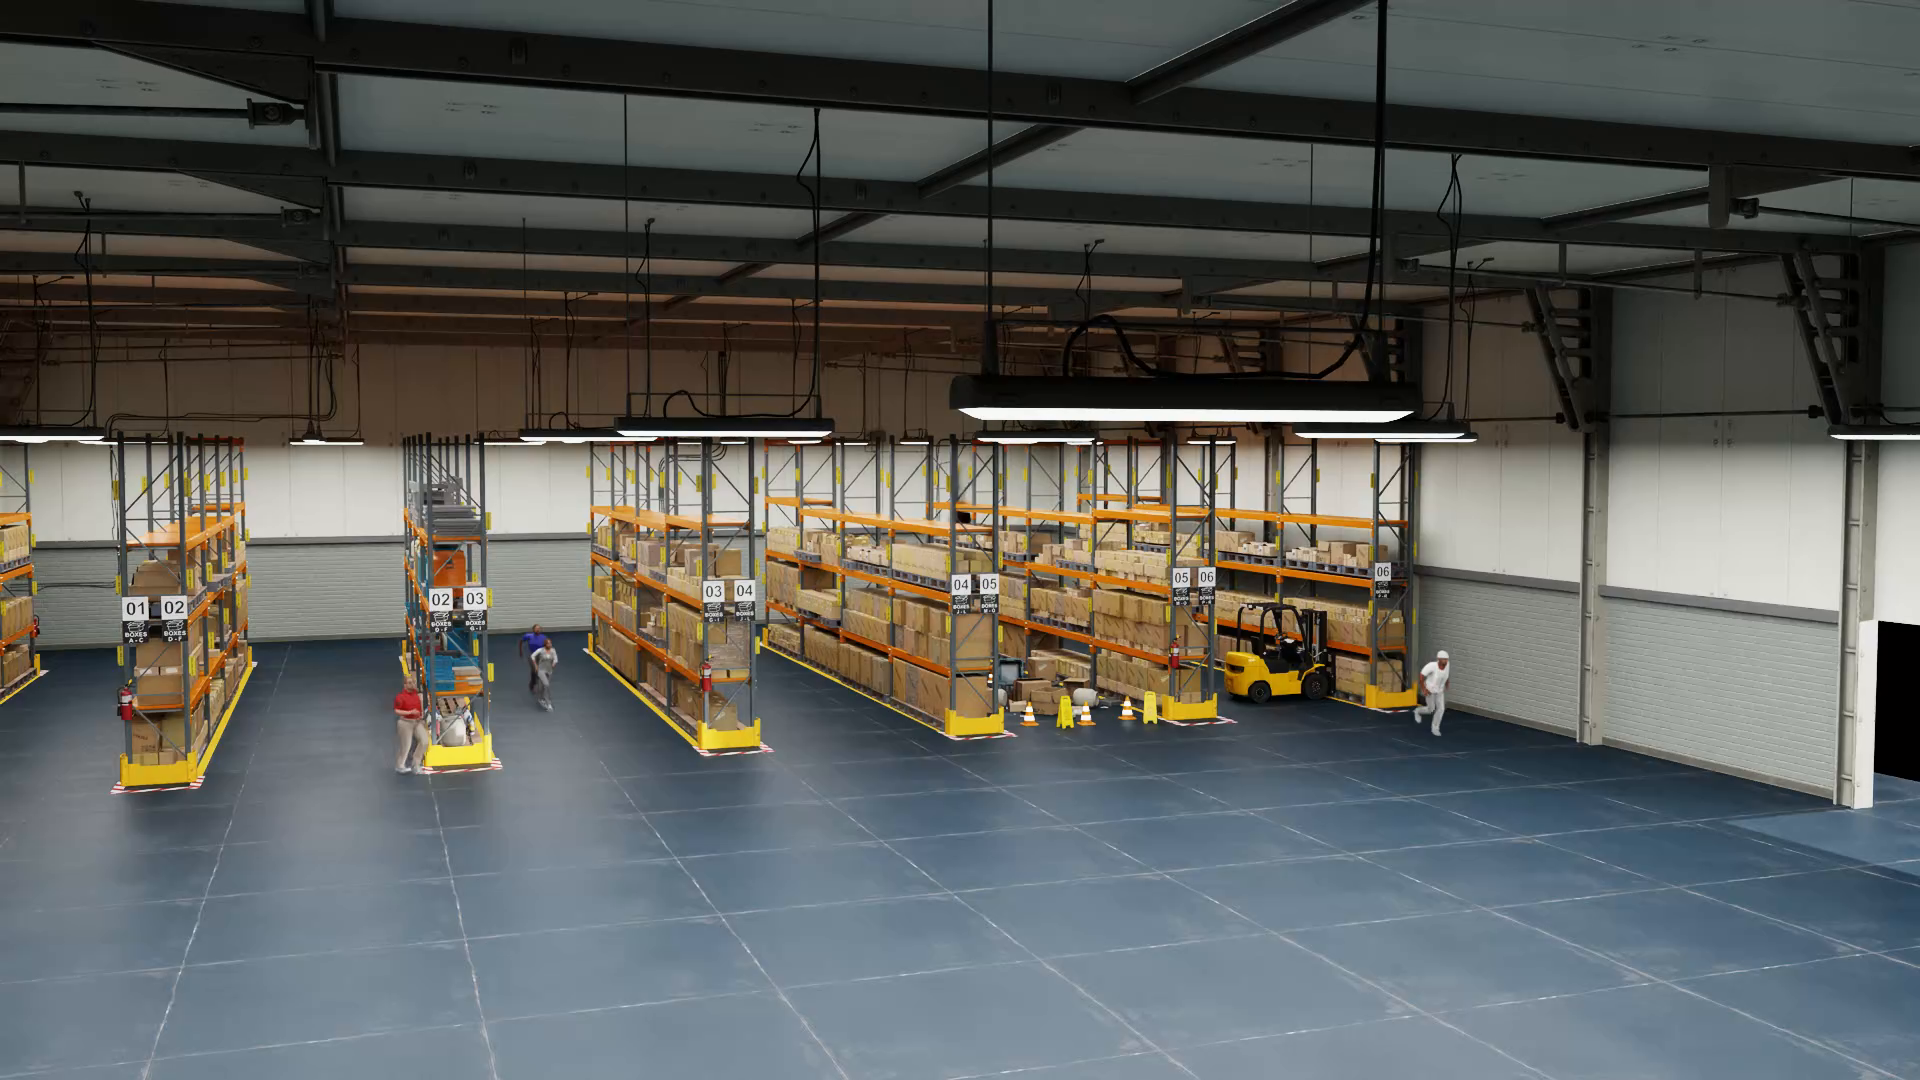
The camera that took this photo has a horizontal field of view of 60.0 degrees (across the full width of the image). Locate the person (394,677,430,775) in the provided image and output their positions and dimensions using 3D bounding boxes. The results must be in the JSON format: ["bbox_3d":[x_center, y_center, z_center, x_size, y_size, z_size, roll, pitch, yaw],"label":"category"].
[{"bbox_3d":[-9.598,3.267,29.082,0.736,1.761,0.638,2,4,32],"label":"person"}]

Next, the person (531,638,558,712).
[{"bbox_3d":[-9.087,2.921,36.373,0.550,1.602,0.805,-2,4,-36],"label":"person"}]

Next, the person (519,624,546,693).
[{"bbox_3d":[-9.893,2.751,38.668,0.607,1.610,0.778,-2,4,-29],"label":"person"}]

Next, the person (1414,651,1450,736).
[{"bbox_3d":[9.487,3.048,33.388,0.701,1.708,0.942,-2,4,-28],"label":"person"}]

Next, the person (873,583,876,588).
[{"bbox_3d":[-2.443,2.122,50.666,0.848,1.640,0.615,-1,3,-19],"label":"person"}]
